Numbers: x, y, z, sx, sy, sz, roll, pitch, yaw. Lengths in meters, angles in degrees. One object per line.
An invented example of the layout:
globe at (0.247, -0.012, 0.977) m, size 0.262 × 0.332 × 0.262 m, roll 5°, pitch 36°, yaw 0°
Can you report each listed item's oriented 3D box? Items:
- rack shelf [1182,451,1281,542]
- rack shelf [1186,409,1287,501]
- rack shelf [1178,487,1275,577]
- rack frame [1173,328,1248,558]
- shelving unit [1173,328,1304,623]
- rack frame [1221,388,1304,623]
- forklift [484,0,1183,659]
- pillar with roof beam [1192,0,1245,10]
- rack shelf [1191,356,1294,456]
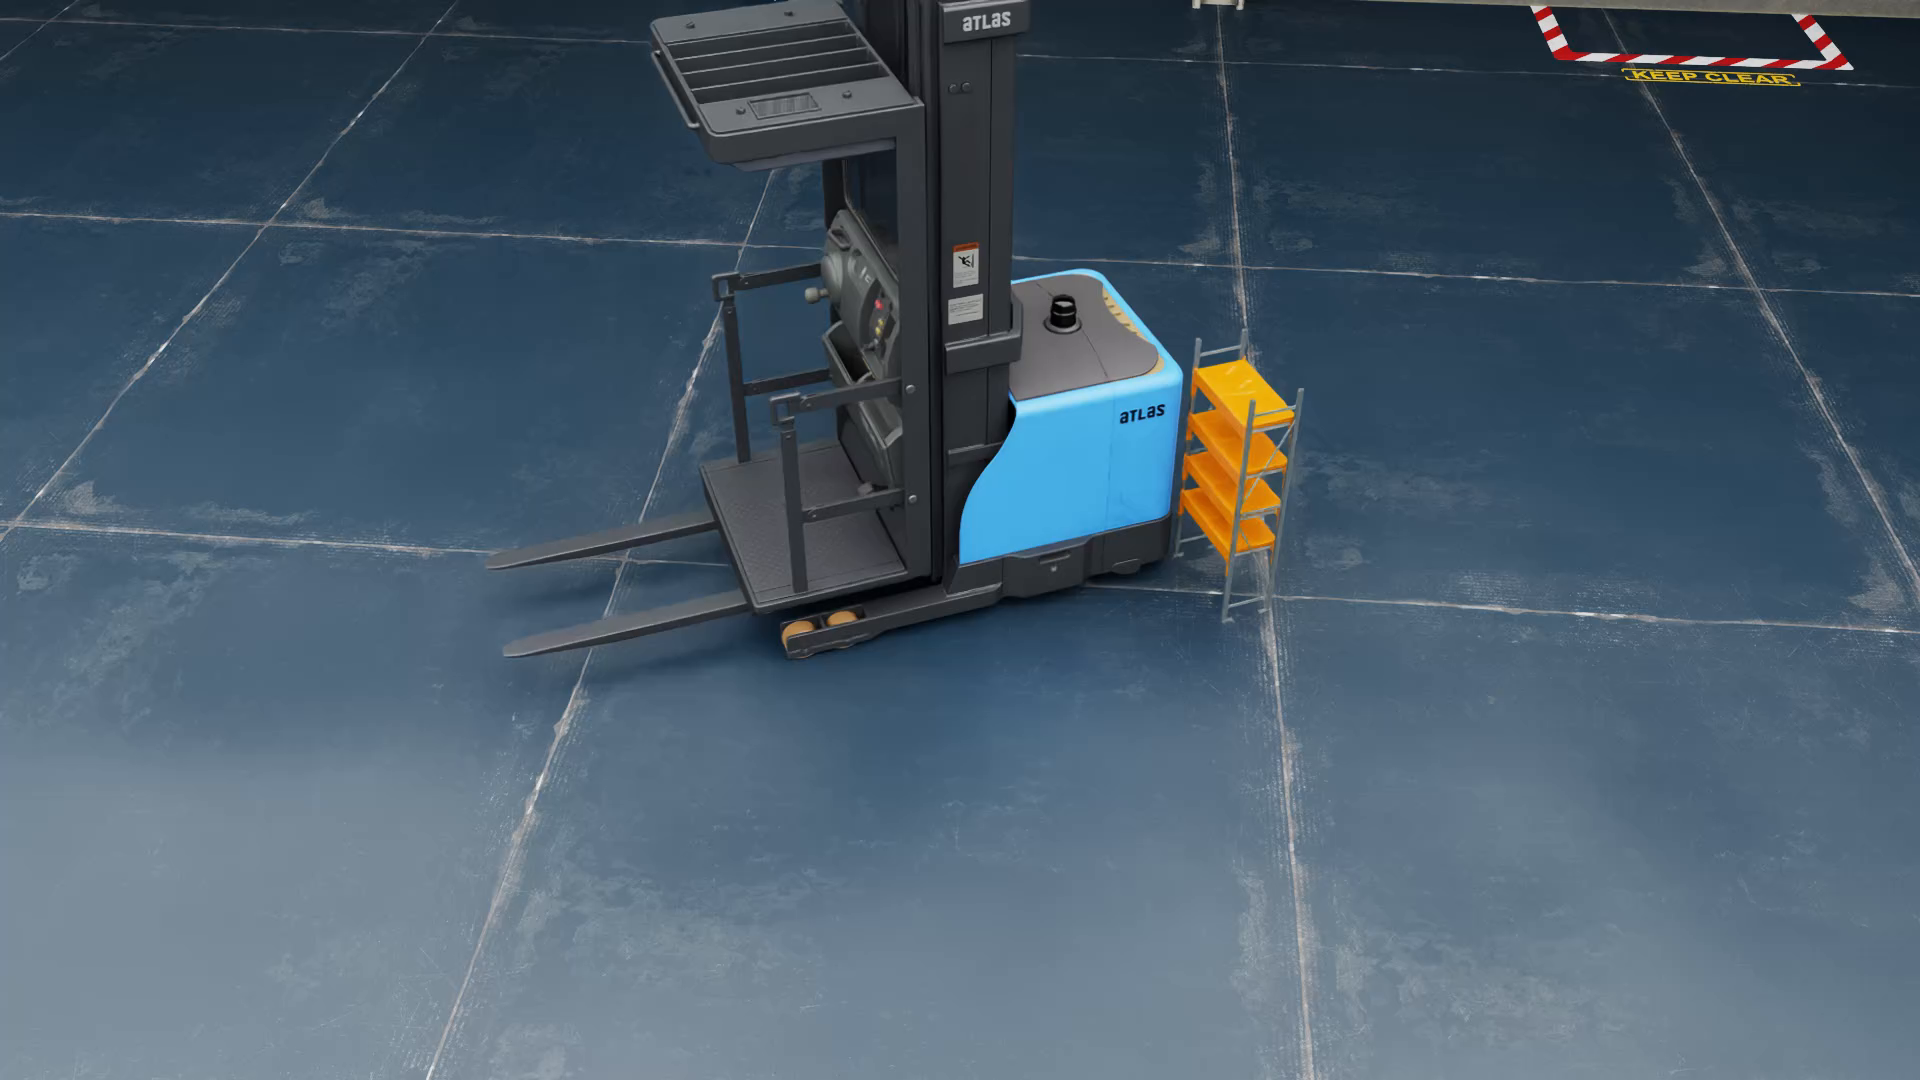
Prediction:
rack shelf at (1.202, -0.217, 7.343) m, size 0.258 × 0.148 × 0.480 m, roll -13°, pitch 41°, yaw -16°
rack shelf at (1.202, -0.390, 7.201) m, size 0.258 × 0.148 × 0.480 m, roll -13°, pitch 41°, yaw -16°
rack shelf at (1.202, -0.063, 7.468) m, size 0.258 × 0.148 × 0.480 m, roll -13°, pitch 41°, yaw -16°
rack frame at (1.118, -0.413, 7.478) m, size 0.240 × 1.200 × 0.015 m, roll -13°, pitch 41°, yaw -16°
shelving unit at (1.202, -0.269, 7.300) m, size 0.258 × 1.200 × 0.503 m, roll -13°, pitch 41°, yaw -16°
rack frame at (1.287, -0.124, 7.123) m, size 0.240 × 1.200 × 0.015 m, roll -13°, pitch 41°, yaw -16°
forklift at (-0.598, -0.996, 6.822) m, size 3.031 × 2.935 × 1.130 m, roll -13°, pitch 41°, yaw -15°
pillar with roof beam at (1.665, -5.045, 6.990) m, size 0.400 × 9.000 × 9.100 m, roll 3°, pitch 39°, yaw 4°
rack shelf at (1.202, -0.574, 7.052) m, size 0.258 × 0.148 × 0.480 m, roll -13°, pitch 41°, yaw -16°
